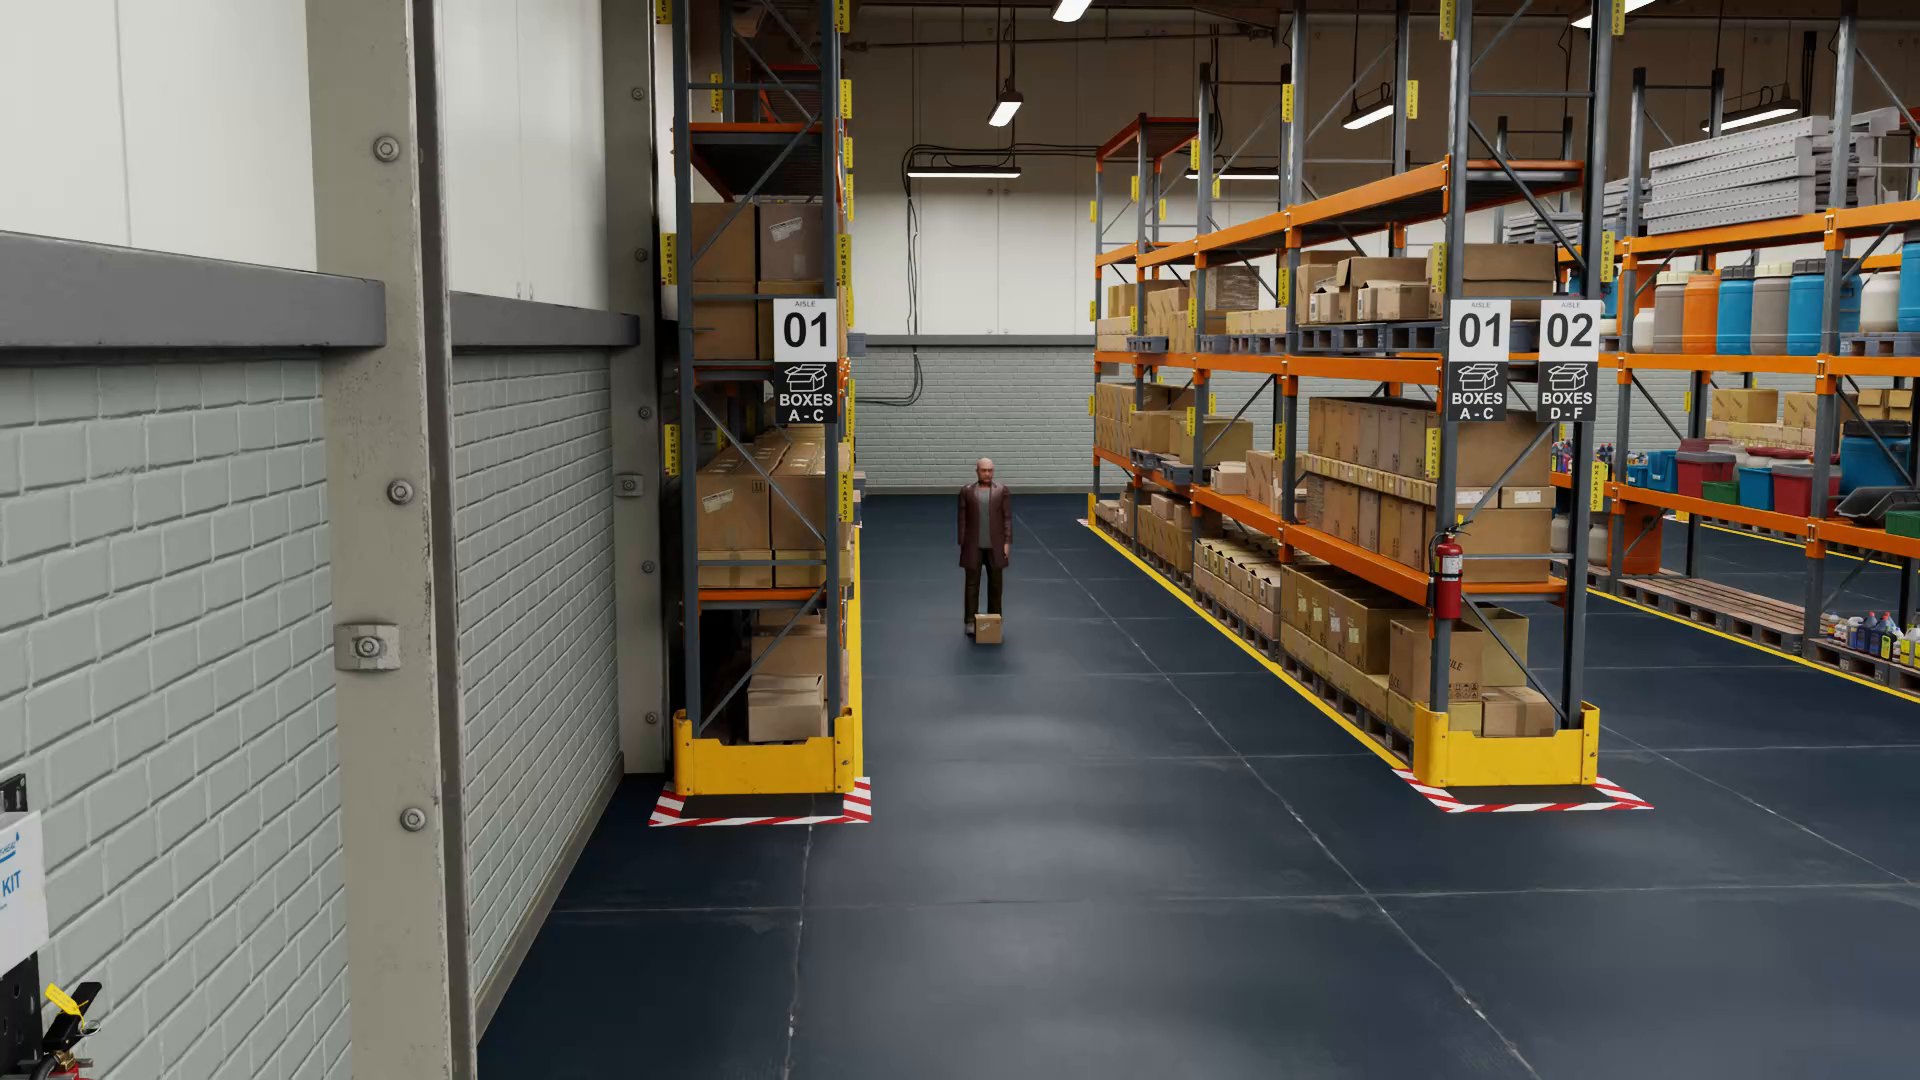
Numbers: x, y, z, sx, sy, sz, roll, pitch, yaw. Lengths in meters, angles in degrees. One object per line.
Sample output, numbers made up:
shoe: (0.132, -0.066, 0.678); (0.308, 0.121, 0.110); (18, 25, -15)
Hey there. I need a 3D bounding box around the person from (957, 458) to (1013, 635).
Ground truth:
person: (0.257, 0.062, 16.811); (0.563, 1.784, 0.387); (0, 7, -2)
